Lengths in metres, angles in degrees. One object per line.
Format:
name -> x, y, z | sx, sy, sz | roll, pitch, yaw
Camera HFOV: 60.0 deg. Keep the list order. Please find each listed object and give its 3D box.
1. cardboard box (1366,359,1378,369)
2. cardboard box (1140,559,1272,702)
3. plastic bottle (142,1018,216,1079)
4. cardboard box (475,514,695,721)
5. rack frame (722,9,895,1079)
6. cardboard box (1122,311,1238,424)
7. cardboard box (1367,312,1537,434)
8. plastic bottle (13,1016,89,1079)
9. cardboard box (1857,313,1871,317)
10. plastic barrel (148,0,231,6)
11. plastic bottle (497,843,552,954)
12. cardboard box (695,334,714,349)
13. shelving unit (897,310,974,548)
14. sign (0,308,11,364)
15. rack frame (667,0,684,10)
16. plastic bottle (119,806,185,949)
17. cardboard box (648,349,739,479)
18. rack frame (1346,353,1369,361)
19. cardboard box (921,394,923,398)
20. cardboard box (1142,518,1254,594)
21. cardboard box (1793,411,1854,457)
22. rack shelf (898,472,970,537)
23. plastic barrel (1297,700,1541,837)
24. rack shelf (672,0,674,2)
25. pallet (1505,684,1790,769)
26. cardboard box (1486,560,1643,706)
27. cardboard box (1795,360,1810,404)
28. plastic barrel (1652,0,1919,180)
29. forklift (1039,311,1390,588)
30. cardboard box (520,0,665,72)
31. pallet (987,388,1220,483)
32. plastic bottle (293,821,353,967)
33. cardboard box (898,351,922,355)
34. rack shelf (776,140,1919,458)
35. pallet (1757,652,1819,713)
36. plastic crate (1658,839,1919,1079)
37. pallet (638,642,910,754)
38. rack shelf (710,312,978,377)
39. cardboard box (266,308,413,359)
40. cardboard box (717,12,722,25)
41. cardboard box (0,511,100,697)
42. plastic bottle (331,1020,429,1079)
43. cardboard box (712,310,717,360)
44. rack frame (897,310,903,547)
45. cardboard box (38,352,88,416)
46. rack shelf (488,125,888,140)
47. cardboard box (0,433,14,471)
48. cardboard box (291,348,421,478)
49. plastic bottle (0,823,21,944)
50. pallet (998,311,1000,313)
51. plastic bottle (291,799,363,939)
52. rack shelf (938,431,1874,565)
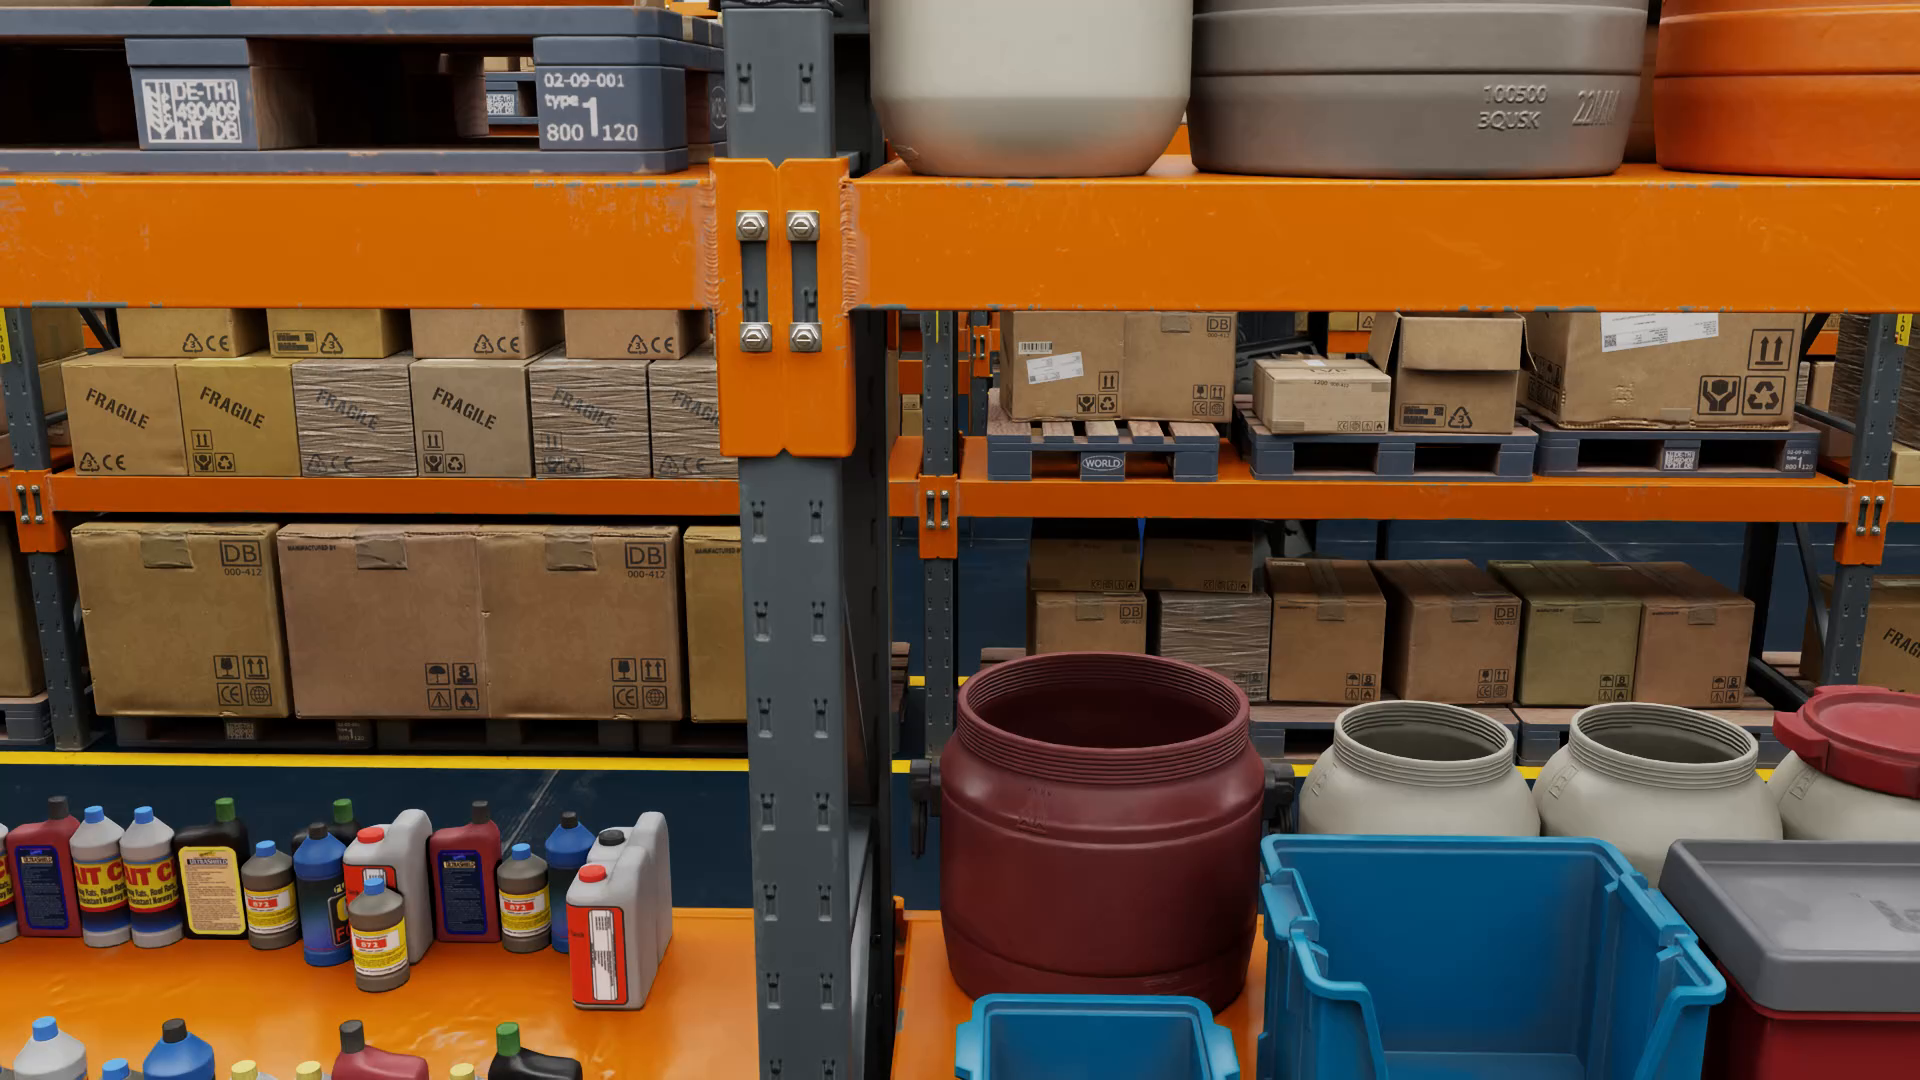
cardboard box -> 3.520, -0.910, 12.496 | 0.750, 0.750, 1.050 | 0, 15, 1
cardboard box -> 1.141, 0.420, 7.906 | 0.500, 0.500, 0.700 | -1, 15, -3
plastic bottle -> -1.166, 0.848, 2.499 | 0.097, 0.271, 0.097 | 0, 15, 0
cardboard box -> -1.664, 0.231, 7.926 | 0.875, 0.875, 1.225 | 0, 15, 2
rack frame -> -0.210, 0.688, 2.854 | 0.127, 3.000, 1.000 | 0, 15, 1
cardboard box -> 1.018, -0.855, 7.683 | 0.500, 0.500, 0.700 | 3, 15, 10
cardboard box -> 2.180, -0.790, 7.429 | 0.637, 0.503, 0.797 | 2, 15, 7
plastic bottle -> -1.360, 0.846, 2.504 | 0.097, 0.271, 0.097 | 0, 15, 0
cardboard box -> 4.372, -1.292, 7.619 | 0.500, 0.500, 0.500 | 0, 15, 1
plastic barrel -> -1.264, -0.956, 2.686 | 0.294, 0.245, 0.294 | 0, 15, 0
plastic bottle -> -0.847, 0.690, 3.234 | 0.097, 0.201, 0.097 | 0, 15, 0
cardboard box -> -1.078, -0.699, 7.914 | 0.500, 0.500, 0.500 | 0, 15, 0
shelving unit -> -0.165, -1.016, 11.076 | 0.503, 2.100, 0.431 | 0, 15, 1
sign -> -4.095, -0.917, 7.083 | 0.005, 0.325, 0.100 | 0, 15, 1
rack frame -> -3.706, -7.295, 21.352 | 0.127, 3.000, 1.000 | 0, 15, 1
plastic bottle -> -1.576, 0.651, 3.243 | 0.097, 0.271, 0.097 | 0, 15, 0
cardboard box -> -1.082, -0.569, 7.419 | 0.500, 0.500, 0.500 | 0, 15, 1
rack frame -> 4.168, -3.077, 17.122 | 0.127, 3.000, 1.000 | 0, 15, 1
cardboard box -> -0.539, -1.263, 12.854 | 0.500, 0.250, 0.500 | 0, 15, -1
cardboard box -> 1.117, 0.055, 7.818 | 0.500, 0.250, 0.500 | 2, 15, 8
cardboard box -> 4.137, -0.502, 7.854 | 0.250, 0.149, 0.380 | 0, 15, 1
rack shelf -> -0.165, -0.326, 11.258 | 0.480, 0.518, 0.431 | 0, 15, 1
plastic barrel -> 0.823, 0.586, 3.021 | 0.421, 0.512, 0.421 | 0, 15, 0
rack shelf -> -5.706, -6.959, 21.493 | 4.000, 0.370, 1.077 | 0, 15, 1
pallet -> 3.137, 0.794, 7.916 | 1.213, 0.211, 1.003 | 0, 15, 1
cardboard box -> 2.825, 0.429, 7.871 | 0.500, 0.500, 0.700 | 0, 15, 1
cardboard box -> 5.671, -0.963, 12.450 | 0.875, 0.875, 0.875 | 0, 15, 2
plastic barrel -> 1.259, -0.906, 2.170 | 0.708, 0.830, 0.600 | 0, 15, 1
forklift -> 1.824, -0.878, 8.921 | 1.130, 2.935, 3.031 | -14, 20, -42
cardboard box -> -1.561, -2.246, 7.074 | 0.500, 0.500, 0.500 | 1, 15, 4
pallet -> 0.631, -0.505, 7.751 | 1.003, 0.211, 1.213 | 0, 15, 1
plastic bottle -> -1.214, 0.669, 3.175 | 0.097, 0.271, 0.097 | 0, 15, 0
cardboard box -> -0.519, -2.304, 17.535 | 0.875, 0.875, 0.875 | 0, 15, 1
rack shelf -> 1.789, -0.402, 2.514 | 4.000, 0.370, 1.077 | 0, 15, 1
pallet -> 4.587, 0.794, 7.916 | 1.213, 0.211, 1.003 | 0, 15, 1
plastic crate -> 1.397, 0.745, 2.510 | 0.583, 0.464, 0.402 | 0, 15, 1
pallet -> -0.870, 0.748, 8.089 | 1.213, 0.211, 1.003 | 0, 15, 1
rack shelf -> -1.855, -1.505, 12.574 | 4.000, 0.370, 1.077 | 0, 15, 1
cardboard box -> -2.758, -1.126, 7.564 | 0.637, 0.503, 0.797 | 1, 15, 2
cardboard box -> -1.554, -3.648, 11.711 | 0.258, 0.266, 0.396 | 0, 15, 1
cardboard box -> -4.740, 0.198, 8.051 | 0.875, 0.875, 0.875 | 0, 15, 1
plastic bottle -> -0.856, 0.849, 2.472 | 0.133, 0.283, 0.061 | 0, 15, 1
cardboard box -> -0.814, -1.118, 7.534 | 0.637, 0.503, 0.797 | 1, 15, 3
rack frame -> -0.409, -1.018, 11.082 | 0.015, 2.100, 0.400 | 0, 15, 1
cardboard box -> -4.546, -0.743, 7.986 | 0.500, 0.250, 0.500 | 0, 15, 0
rack shelf -> -2.083, -1.691, 7.400 | 4.000, 0.370, 1.077 | 0, 15, 1
cardboard box -> -4.396, -0.399, 7.463 | 0.250, 0.149, 0.380 | 0, 15, 2
cardboard box -> -2.626, -0.577, 7.450 | 0.500, 0.500, 0.500 | 0, 15, 0
plastic bottle -> -1.904, 0.649, 3.251 | 0.097, 0.271, 0.097 | 0, 15, 0
pallet -> 1.114, -3.005, 22.316 | 1.213, 0.211, 1.003 | 0, 15, 1
plastic bottle -> -1.230, 0.643, 3.251 | 0.133, 0.283, 0.061 | 0, 15, 1
rack shelf -> 1.915, -0.215, 7.684 | 4.000, 0.370, 1.077 | 0, 15, 1
